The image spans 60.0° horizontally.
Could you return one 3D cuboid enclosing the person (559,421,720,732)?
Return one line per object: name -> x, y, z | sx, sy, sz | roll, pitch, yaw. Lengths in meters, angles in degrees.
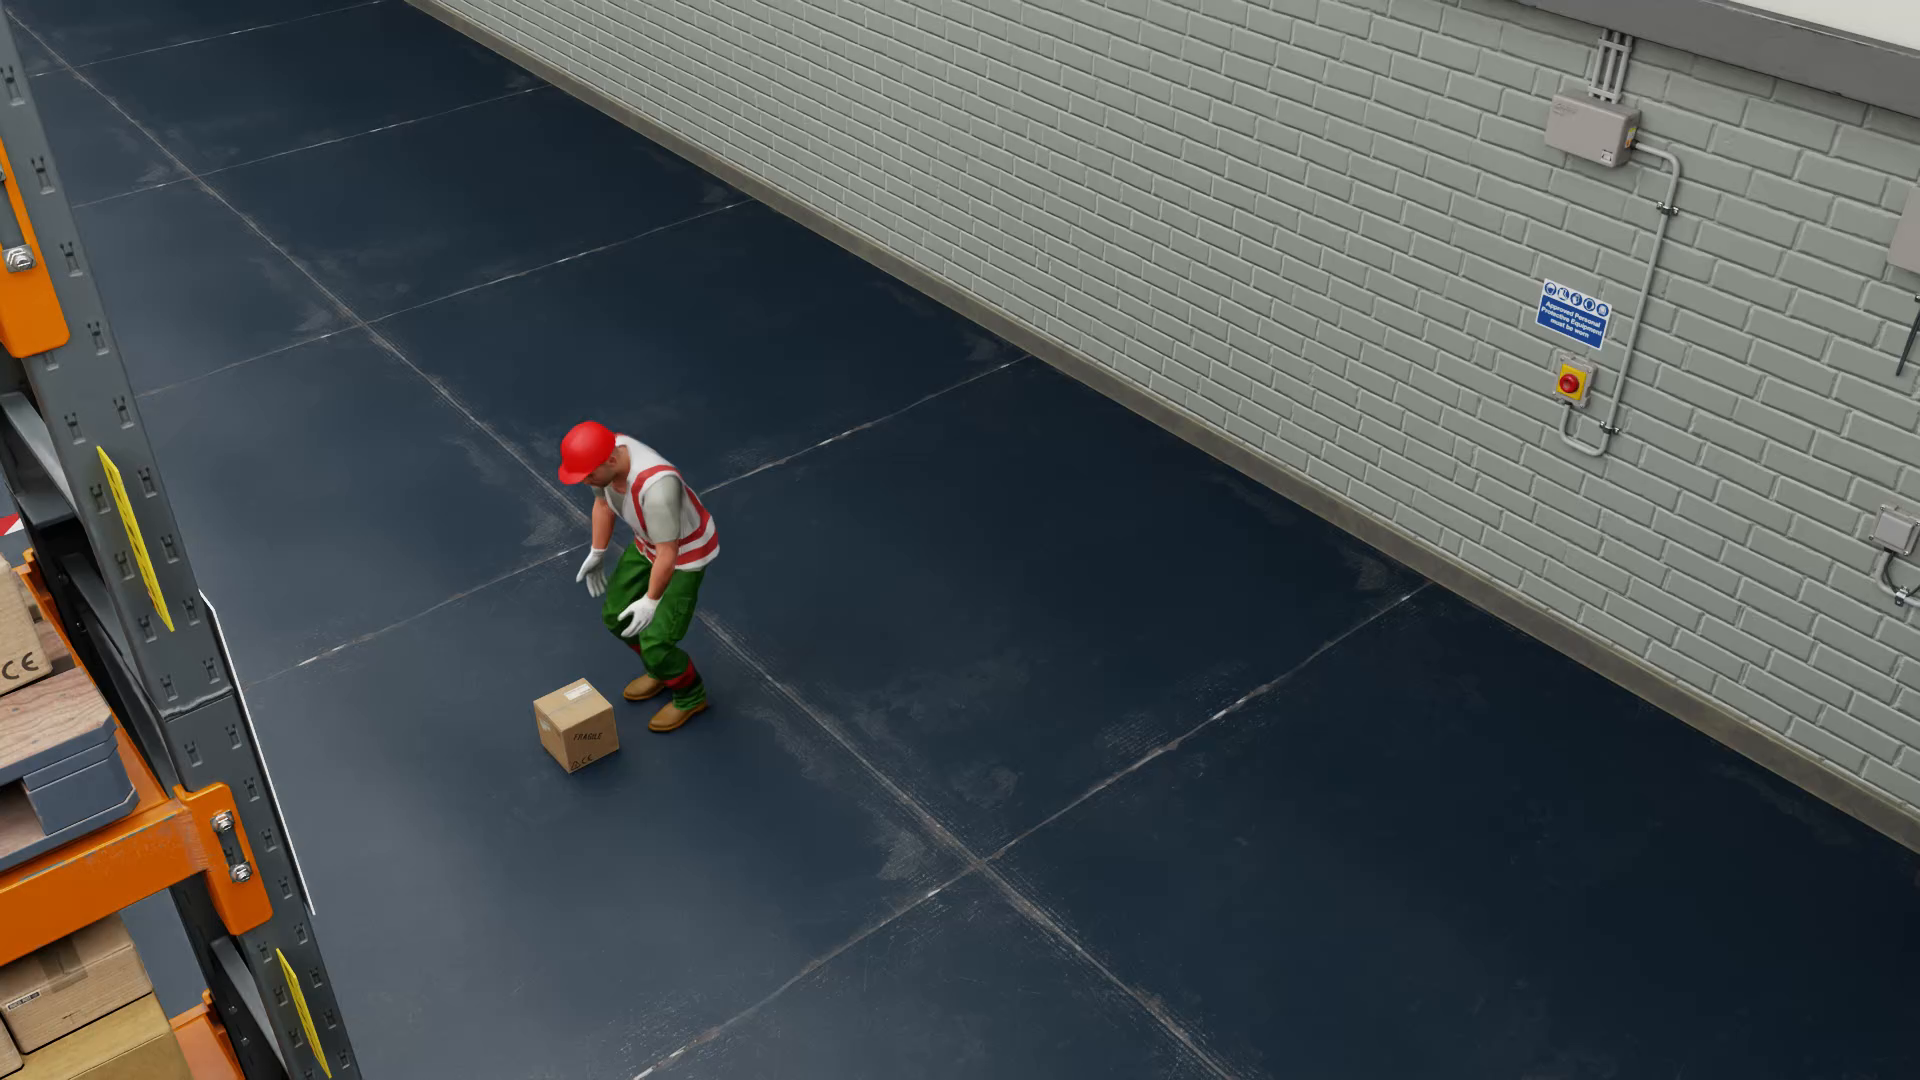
person -> -1.329, 0.121, 7.070 | 0.647, 1.580, 0.575 | -26, 43, -31
